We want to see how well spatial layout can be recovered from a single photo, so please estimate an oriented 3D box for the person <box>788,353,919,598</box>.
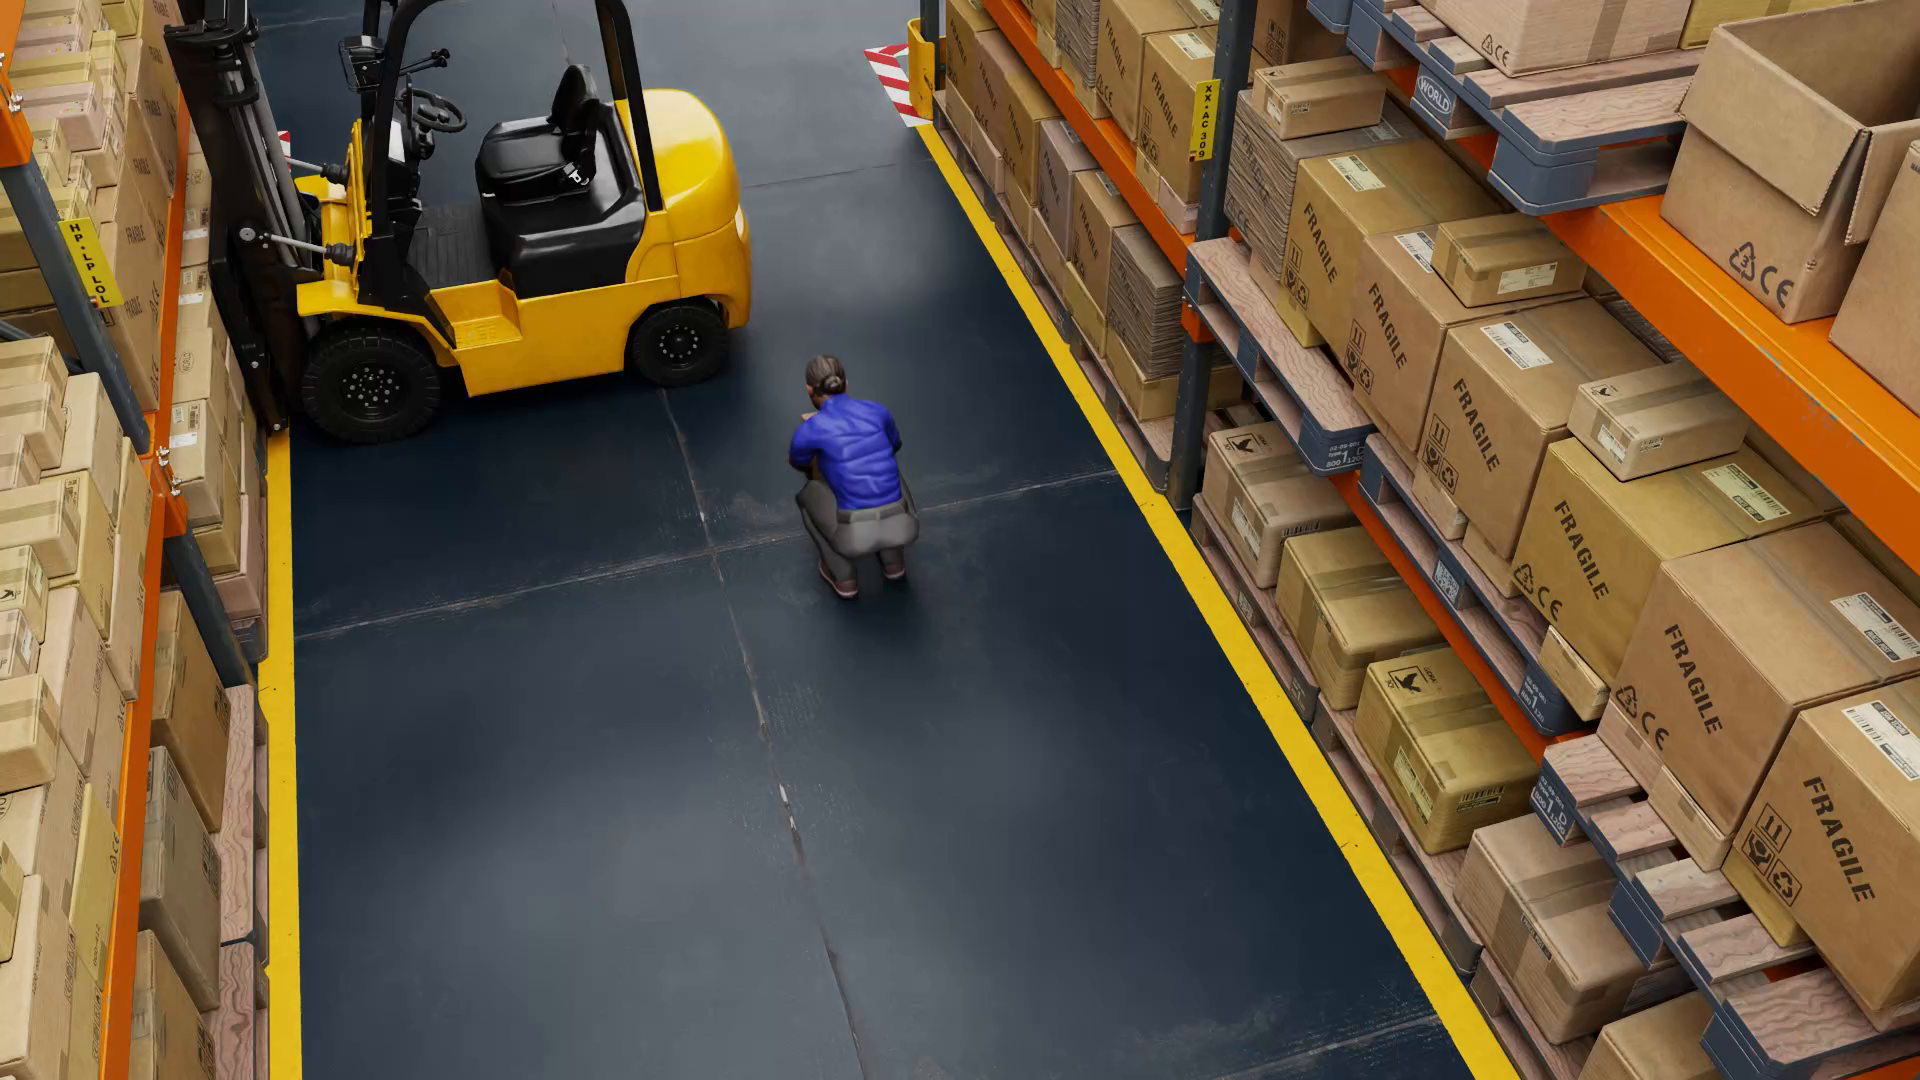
[{"bbox_3d":[-0.446,-0.289,7.035,0.505,0.926,0.811,-12,44,-13],"label":"person"}]
